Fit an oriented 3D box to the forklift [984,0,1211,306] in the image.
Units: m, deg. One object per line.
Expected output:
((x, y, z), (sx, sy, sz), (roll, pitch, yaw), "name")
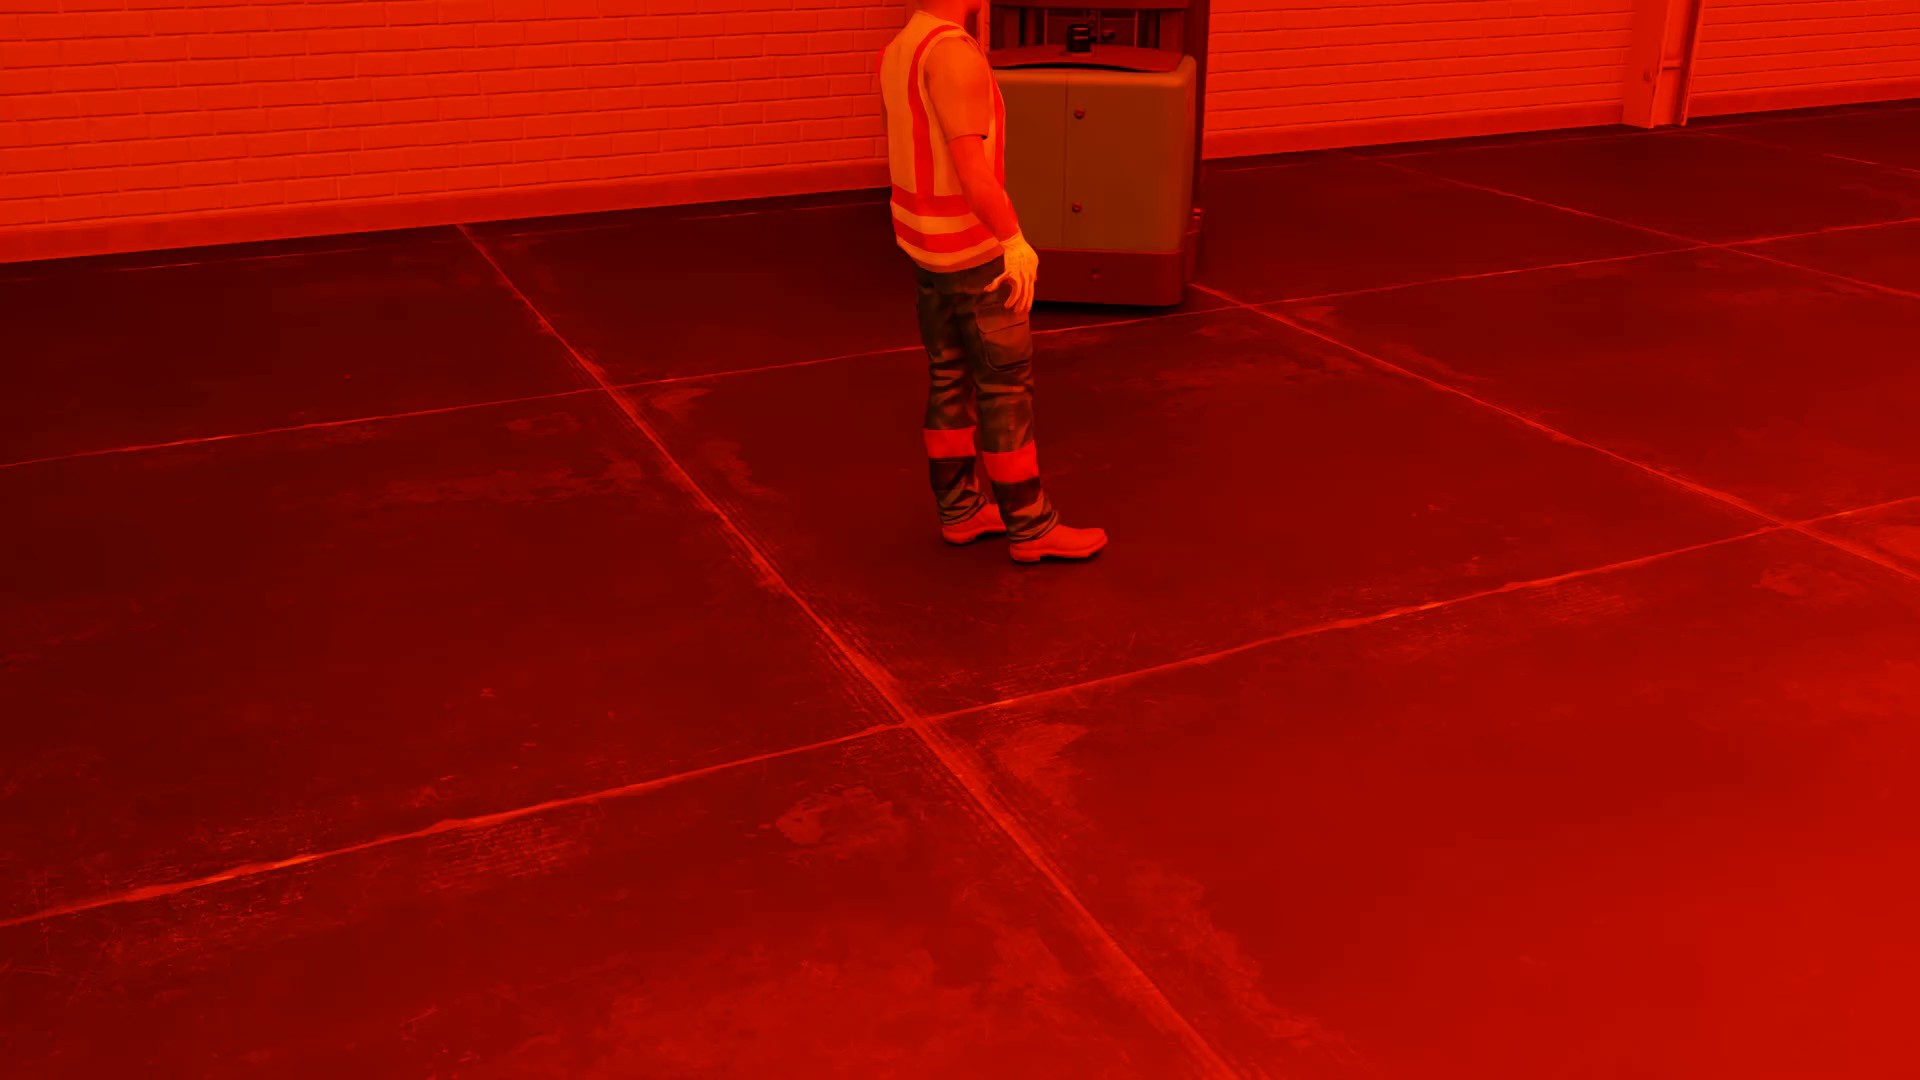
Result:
((0.733, -2.932, 8.345), (1.130, 2.935, 3.031), (4, 23, 10), "forklift")

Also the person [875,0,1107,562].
((0.077, -0.842, 4.782), (0.564, 1.787, 0.638), (-10, 25, -23), "person")
